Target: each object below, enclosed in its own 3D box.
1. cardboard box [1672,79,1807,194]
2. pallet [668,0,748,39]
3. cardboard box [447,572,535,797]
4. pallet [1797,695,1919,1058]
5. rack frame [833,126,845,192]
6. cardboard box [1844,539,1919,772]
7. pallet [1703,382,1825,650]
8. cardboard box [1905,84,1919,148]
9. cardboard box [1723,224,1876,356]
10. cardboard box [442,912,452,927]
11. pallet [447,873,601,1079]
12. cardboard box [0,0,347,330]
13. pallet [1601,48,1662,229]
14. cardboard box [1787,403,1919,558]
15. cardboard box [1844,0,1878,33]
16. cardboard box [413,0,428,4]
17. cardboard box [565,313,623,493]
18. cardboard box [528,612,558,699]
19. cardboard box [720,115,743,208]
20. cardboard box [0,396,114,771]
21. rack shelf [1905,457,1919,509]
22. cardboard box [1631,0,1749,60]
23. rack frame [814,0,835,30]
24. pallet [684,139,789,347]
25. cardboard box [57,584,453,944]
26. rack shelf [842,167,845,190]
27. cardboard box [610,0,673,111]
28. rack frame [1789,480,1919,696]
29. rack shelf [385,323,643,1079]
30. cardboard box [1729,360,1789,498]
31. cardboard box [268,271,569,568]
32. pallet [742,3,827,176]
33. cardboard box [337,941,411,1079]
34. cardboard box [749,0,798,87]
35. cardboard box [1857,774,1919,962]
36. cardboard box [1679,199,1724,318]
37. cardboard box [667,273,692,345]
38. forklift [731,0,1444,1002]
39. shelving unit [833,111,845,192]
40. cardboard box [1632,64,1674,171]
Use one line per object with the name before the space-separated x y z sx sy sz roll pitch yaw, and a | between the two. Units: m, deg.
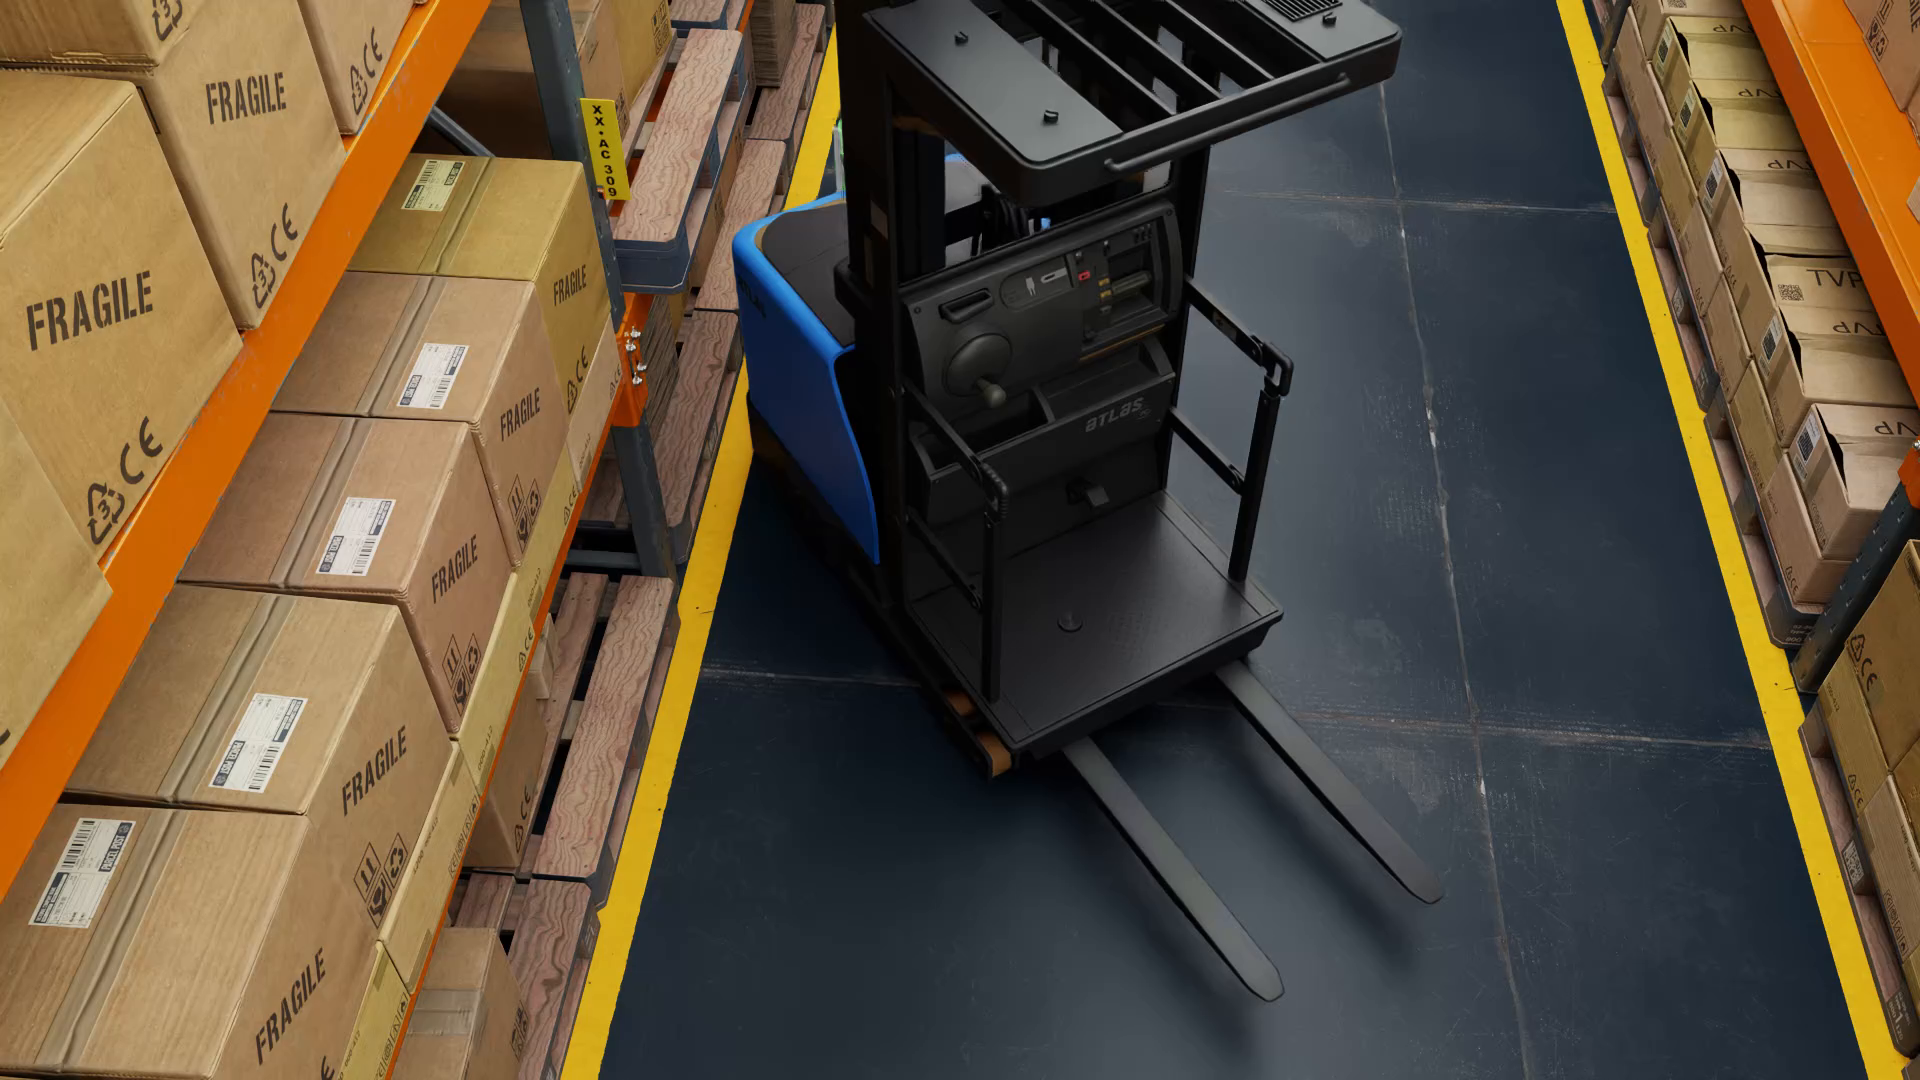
cardboard box | 3.342 -1.706 6.977 0.500 0.311 0.500 3 48 2
pallet | -1.302 -2.238 6.394 1.003 0.211 1.213 4 48 4
cardboard box | -1.353 0.328 4.006 0.500 0.250 0.500 4 48 3
pallet | 3.292 1.032 5.163 1.003 0.211 1.213 4 48 4
rack frame | -0.337 -1.076 6.421 0.240 1.200 0.015 1 48 1
cardboard box | 3.052 0.362 4.956 0.500 0.500 0.500 4 48 4
pallet | 3.435 -0.093 6.192 1.003 0.211 1.213 4 48 4
cardboard box | 3.541 -1.474 5.498 0.500 0.500 0.500 7 48 6
cardboard box | 3.247 -0.960 6.294 0.500 0.311 0.500 4 48 3
cardboard box | -1.693 1.167 4.784 0.380 0.149 0.250 0 48 0
pallet | -1.662 1.515 4.721 1.003 0.211 1.213 4 48 4
cardboard box | -1.398 -0.705 2.748 0.500 0.500 0.500 2 48 2
pallet | 3.657 -1.886 7.832 1.003 0.211 1.213 4 48 4
cardboard box | 3.158 -0.210 5.608 0.500 0.311 0.500 4 48 4
cardboard box | 3.634 -2.229 6.188 0.500 0.500 0.500 2 48 1
cardboard box | -1.327 -1.484 3.460 0.500 0.500 0.500 5 48 5
cardboard box | -1.268 -0.408 4.679 0.500 0.250 0.500 4 48 4
cardboard box | -1.546 0.382 5.490 0.380 0.166 0.250 -2 48 -2
cardboard box | -1.356 -1.795 7.254 0.700 0.500 0.500 4 48 3
cardboard box | -1.484 0.063 2.046 0.500 0.500 0.500 6 48 5
rack shelf | 3.224 1.222 3.587 1.077 0.370 4.000 4 48 4
cardboard box | 3.431 -2.468 7.673 0.500 0.311 0.500 5 48 5
rack frame | -1.163 -3.760 7.656 1.000 3.000 0.127 4 48 4
pallet | -1.349 -1.351 7.342 1.003 0.211 1.213 4 48 4
cardboard box | -1.405 0.457 3.379 0.500 0.500 0.500 5 48 5
rack shelf | -0.331 -1.375 6.456 0.258 0.148 0.480 1 48 1
cardboard box | -1.389 -1.785 5.484 0.700 0.500 0.500 8 48 8
rack frame | 3.406 -0.490 4.666 1.000 3.000 0.127 4 48 4
rack shelf | -1.709 0.892 3.889 1.077 0.370 4.000 4 48 4
cardboard box | 3.203 -0.400 6.162 0.500 0.250 0.500 3 48 3
cardboard box | -1.302 -0.295 4.067 0.500 0.500 0.500 4 48 3
pallet | -1.235 -2.245 8.160 1.003 0.211 1.213 4 48 4
cardboard box | -1.446 1.069 3.328 0.500 0.250 0.500 3 48 3
cardboard box | -1.176 -2.532 7.929 0.700 0.500 0.500 4 48 4
cardboard box | 3.011 0.983 4.897 0.500 0.250 0.500 4 48 4
cardboard box | 3.297 -1.150 6.848 0.500 0.250 0.500 5 48 4
cardboard box | -1.479 -1.051 6.574 0.700 0.500 0.500 3 48 3
forklift | 0.380 -0.602 4.814 1.130 2.935 3.031 -24 52 -21
shelving unit | -0.331 -1.256 6.586 0.258 1.200 0.503 1 48 1
cardboard box | 3.386 -1.909 7.542 0.500 0.250 0.500 3 48 2
